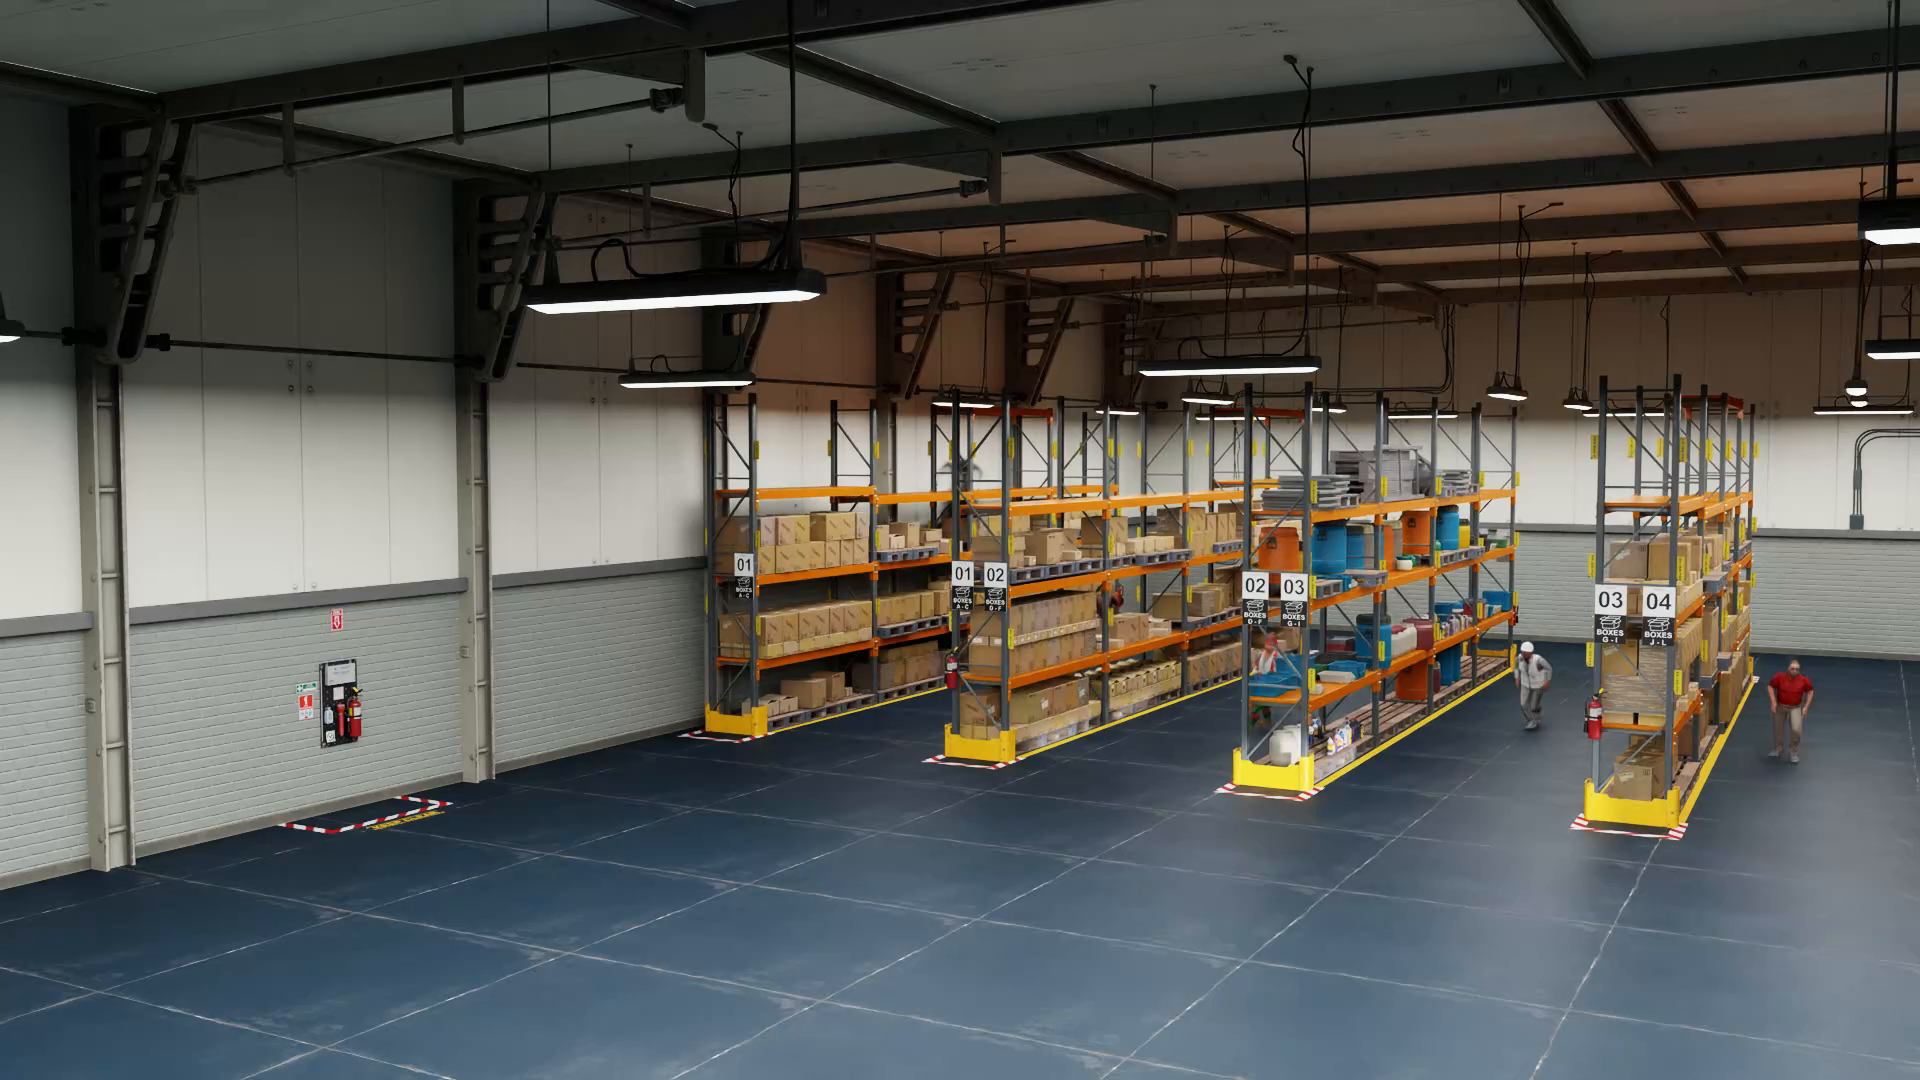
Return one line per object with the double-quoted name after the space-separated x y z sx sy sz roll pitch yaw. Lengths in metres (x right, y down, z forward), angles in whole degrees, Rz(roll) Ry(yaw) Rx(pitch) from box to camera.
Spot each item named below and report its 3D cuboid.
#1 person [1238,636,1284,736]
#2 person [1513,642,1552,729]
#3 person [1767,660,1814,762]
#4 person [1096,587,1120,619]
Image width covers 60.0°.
5.402 2.550 29.299 0.952 1.757 0.776 -3 4 -45 "person"
10.275 2.596 29.799 0.673 1.598 0.956 2 4 35 "person"
13.429 2.737 26.898 0.660 1.642 0.696 2 4 33 "person"
3.317 1.885 38.314 0.710 1.771 0.872 1 3 13 "person"
